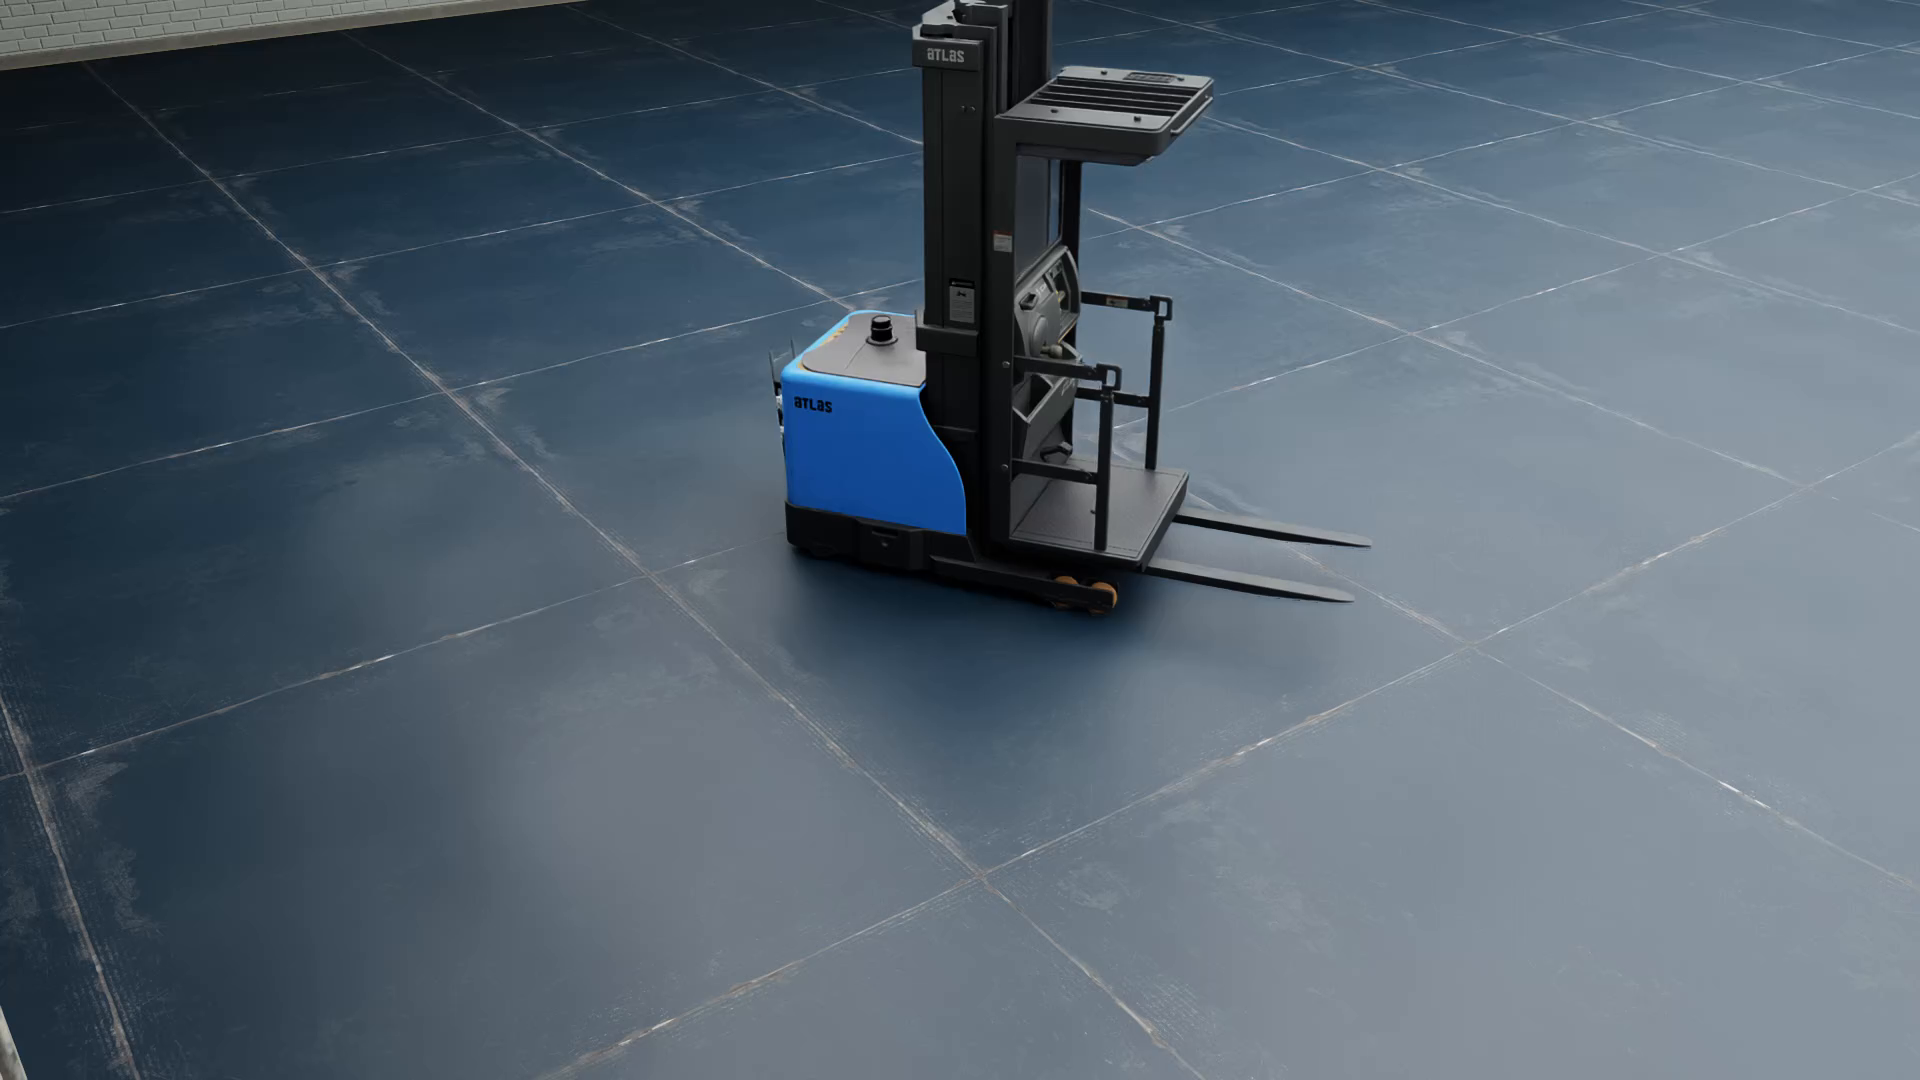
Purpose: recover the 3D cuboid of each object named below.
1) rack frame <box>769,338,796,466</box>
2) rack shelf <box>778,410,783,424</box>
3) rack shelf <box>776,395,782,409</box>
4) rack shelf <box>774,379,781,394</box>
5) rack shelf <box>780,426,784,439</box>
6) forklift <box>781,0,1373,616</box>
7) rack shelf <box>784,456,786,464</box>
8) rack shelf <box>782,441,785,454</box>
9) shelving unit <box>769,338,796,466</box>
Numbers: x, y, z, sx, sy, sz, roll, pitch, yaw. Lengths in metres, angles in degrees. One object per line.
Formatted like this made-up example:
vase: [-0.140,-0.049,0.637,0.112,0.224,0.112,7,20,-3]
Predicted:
rack frame: [-0.964,-0.692,9.522,0.006,0.900,0.240,8,29,27]
rack shelf: [-0.879,-0.729,9.451,0.200,0.077,0.258,8,29,27]
rack shelf: [-0.887,-0.810,9.412,0.200,0.077,0.258,8,29,27]
rack shelf: [-0.895,-0.890,9.373,0.200,0.077,0.258,8,29,27]
rack shelf: [-0.871,-0.648,9.491,0.200,0.077,0.258,8,29,27]
forklift: [0.629,-1.190,8.308,3.031,2.935,1.130,10,30,18]
rack shelf: [-0.855,-0.487,9.569,0.200,0.077,0.258,8,29,27]
rack shelf: [-0.863,-0.568,9.530,0.200,0.077,0.258,8,29,27]
shelving unit: [-0.874,-0.678,9.476,0.210,0.900,0.258,8,29,27]
